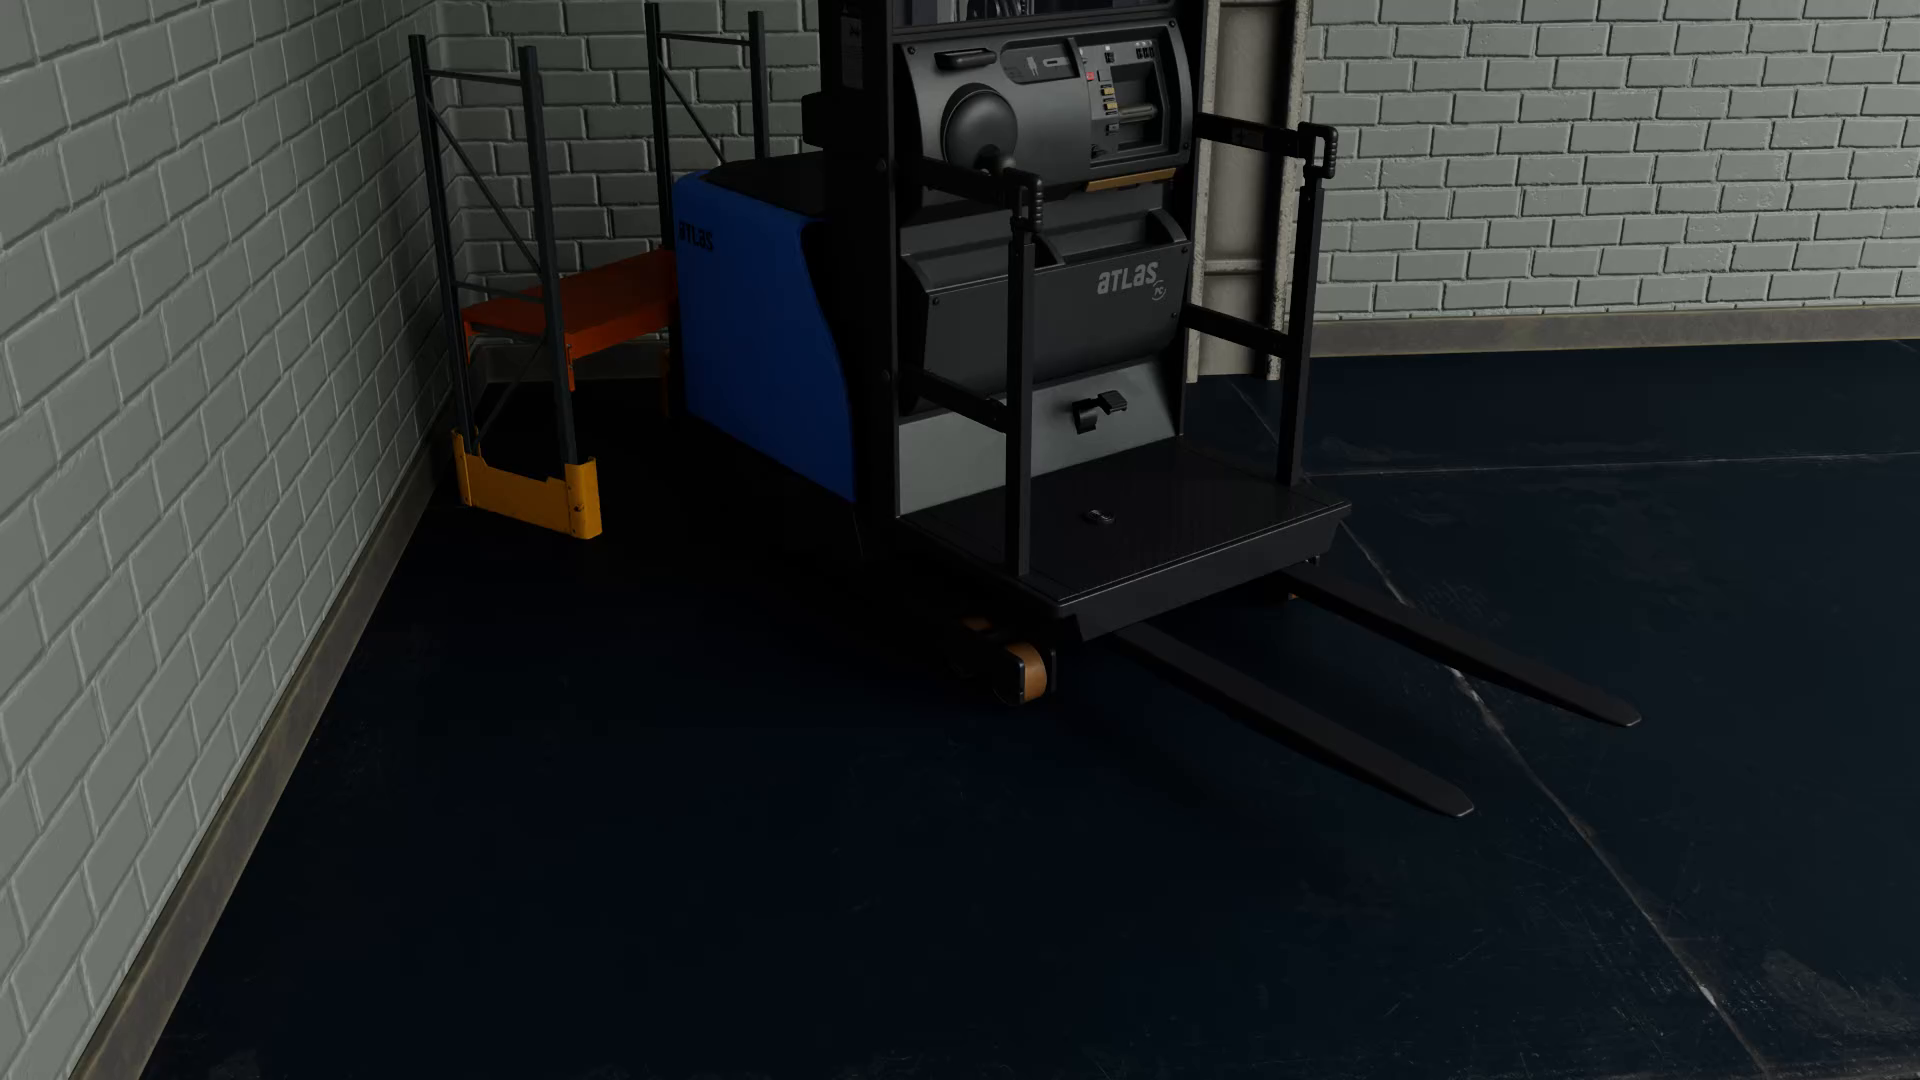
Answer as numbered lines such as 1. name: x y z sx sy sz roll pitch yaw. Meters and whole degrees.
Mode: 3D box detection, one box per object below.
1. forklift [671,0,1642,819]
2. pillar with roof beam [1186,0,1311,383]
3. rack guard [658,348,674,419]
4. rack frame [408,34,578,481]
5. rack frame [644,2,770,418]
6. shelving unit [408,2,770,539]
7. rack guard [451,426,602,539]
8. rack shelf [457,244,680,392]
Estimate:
1. forklift: 0.376 -1.138 4.201 1.130 2.935 3.031 -17 29 -33
2. pillar with roof beam: 1.500 -3.073 1.084 0.400 9.000 9.100 -2 24 -5
3. rack guard: -0.865 -0.532 6.139 0.587 0.250 0.087 15 28 30
4. rack frame: -1.413 -0.756 5.104 0.500 1.500 0.032 15 28 30
5. rack frame: -0.864 -1.104 5.886 0.500 1.500 0.032 15 28 30
6. shelving unit: -1.134 -0.933 5.502 0.587 1.500 1.083 15 28 30
7. rack guard: -1.403 -0.192 5.373 0.587 0.250 0.087 15 28 30
8. rack shelf: -1.139 -0.765 5.568 0.538 0.185 1.000 15 28 30
